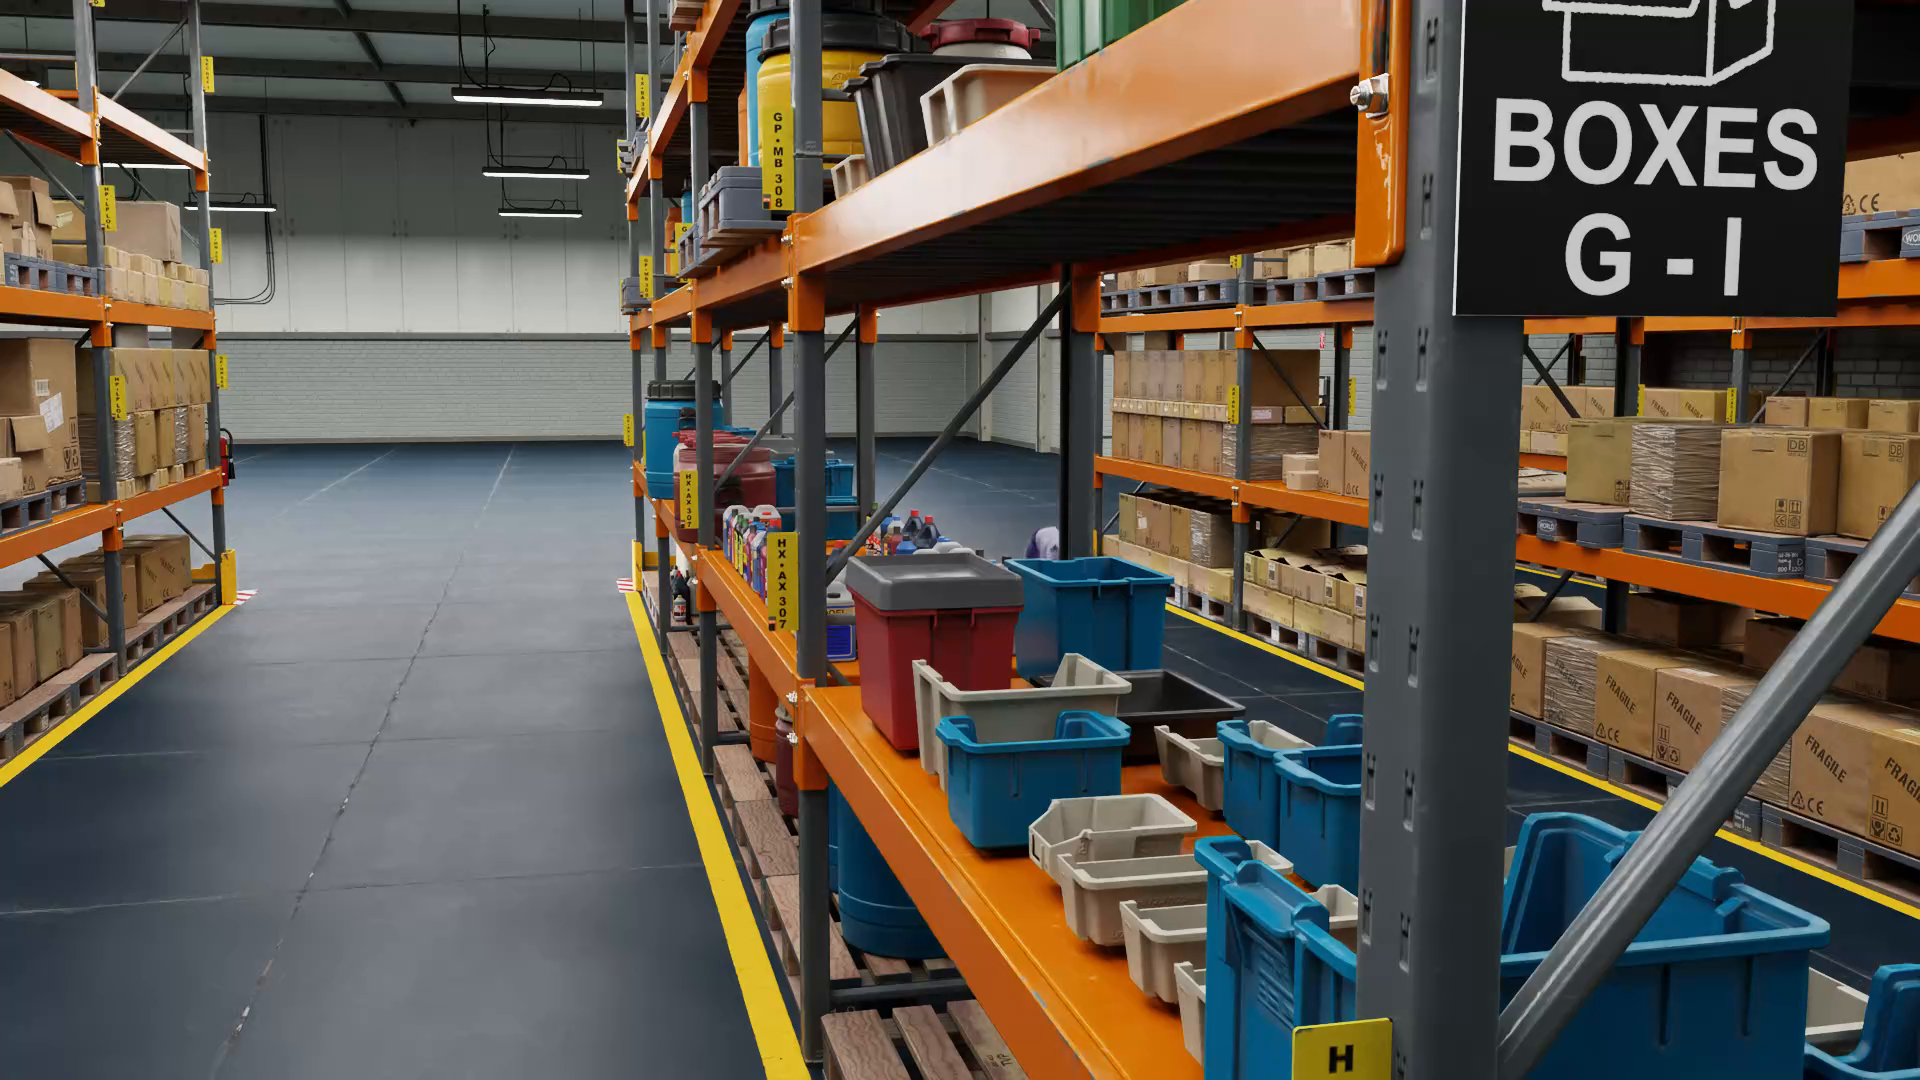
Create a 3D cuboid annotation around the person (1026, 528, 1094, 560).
[{"bbox_3d":[0.827,0.417,13.434,0.471,1.001,0.910,-2,6,-16],"label":"person"}]
